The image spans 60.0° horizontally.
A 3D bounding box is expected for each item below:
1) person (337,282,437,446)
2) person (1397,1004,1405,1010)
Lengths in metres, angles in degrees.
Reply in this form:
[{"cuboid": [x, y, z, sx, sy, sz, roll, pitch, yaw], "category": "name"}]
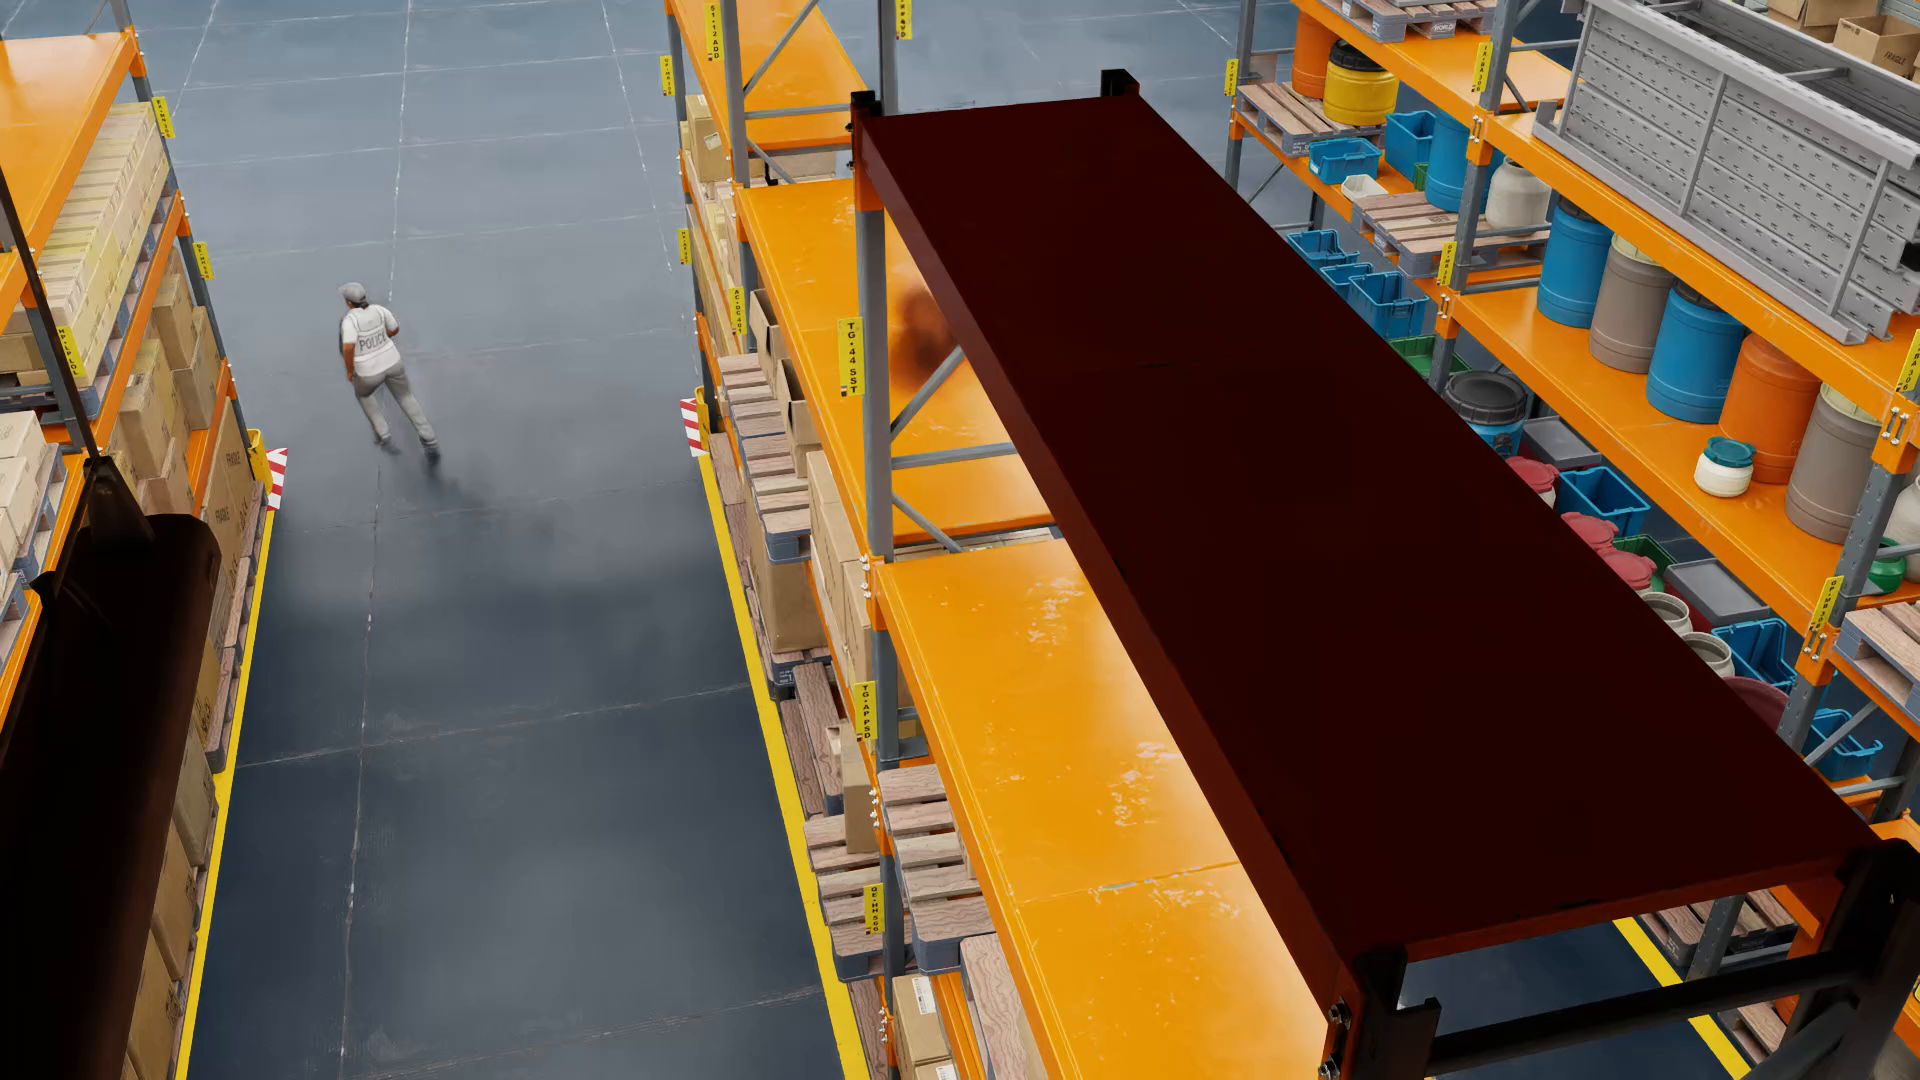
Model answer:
[{"cuboid": [-5.201, -1.513, 14.800, 0.721, 1.649, 0.644, 29, 44, 35], "category": "person"}, {"cuboid": [1.923, 2.753, 8.098, 0.610, 1.790, 0.873, -7, 35, -11], "category": "person"}]
